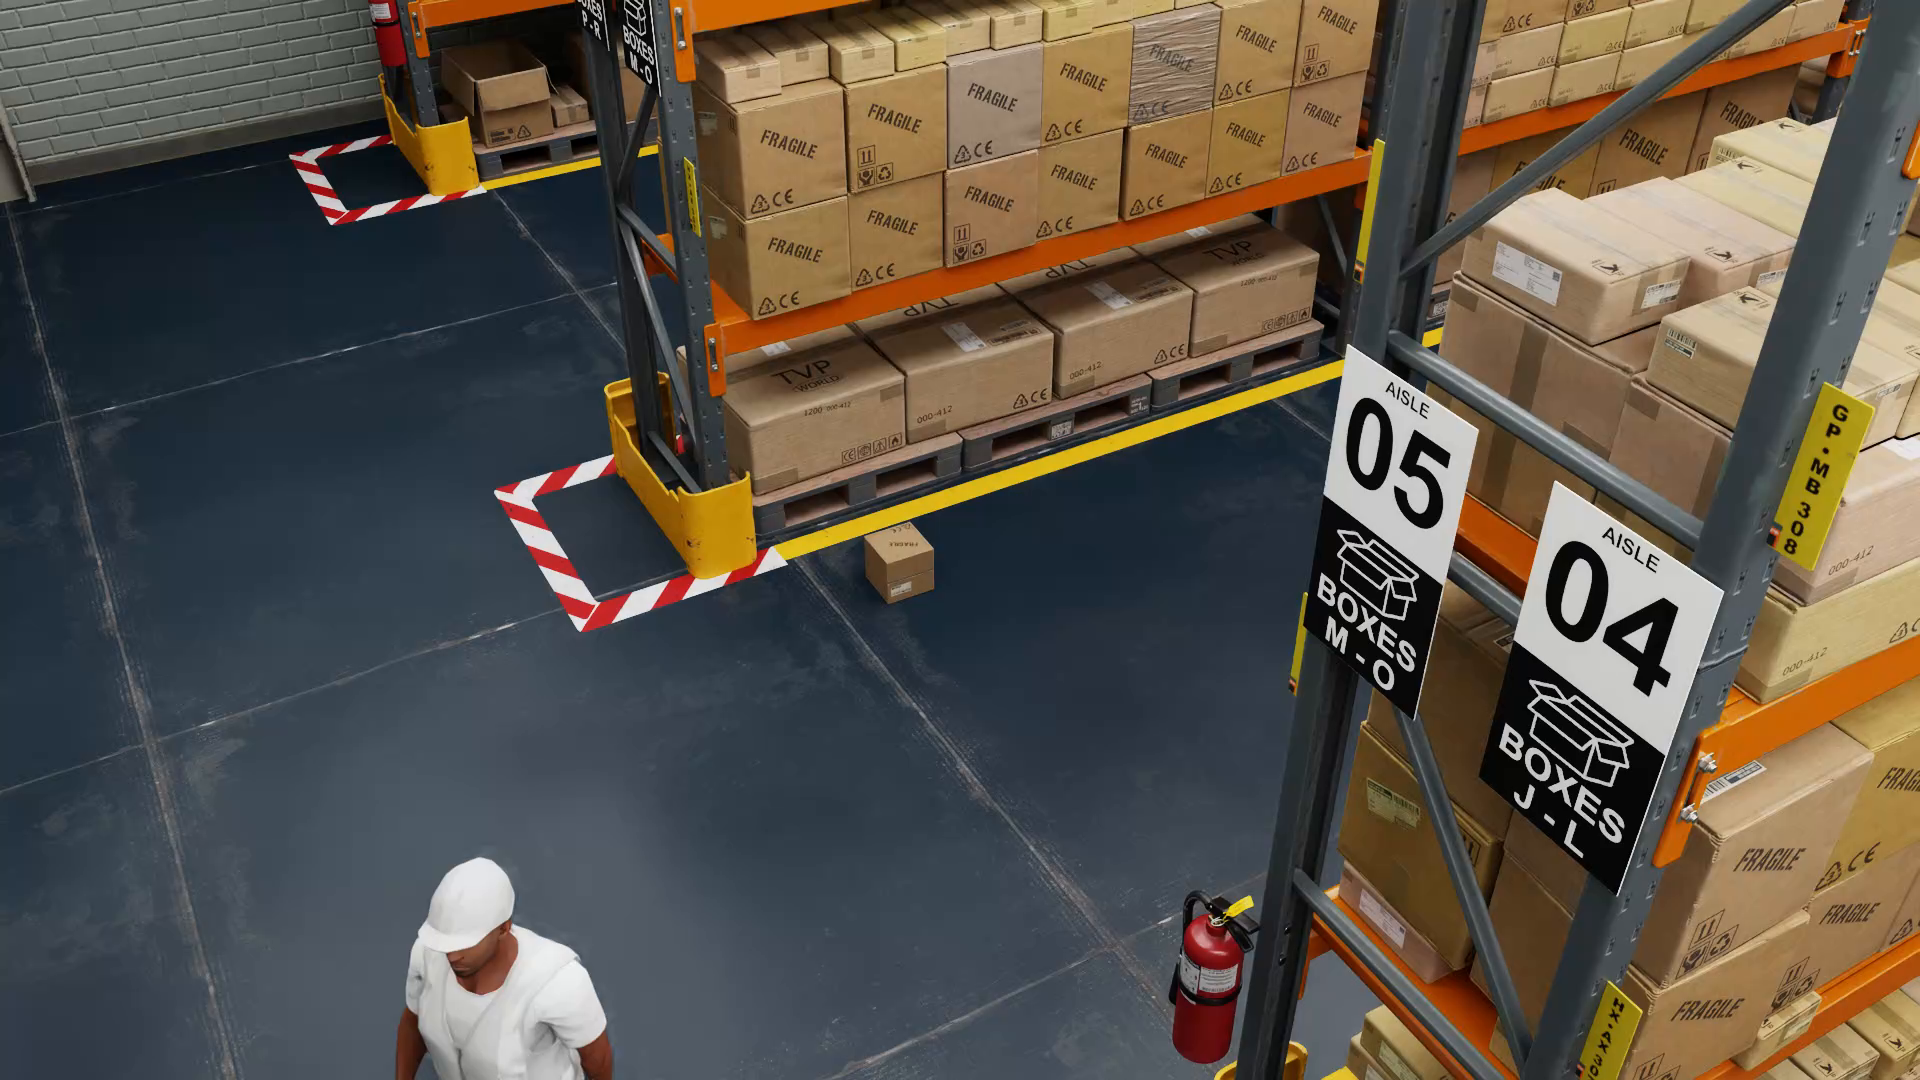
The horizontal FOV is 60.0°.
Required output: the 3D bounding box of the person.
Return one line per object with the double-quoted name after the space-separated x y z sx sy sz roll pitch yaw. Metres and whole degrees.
-1.349 1.627 4.689 0.579 1.718 0.949 17 40 22 "person"
